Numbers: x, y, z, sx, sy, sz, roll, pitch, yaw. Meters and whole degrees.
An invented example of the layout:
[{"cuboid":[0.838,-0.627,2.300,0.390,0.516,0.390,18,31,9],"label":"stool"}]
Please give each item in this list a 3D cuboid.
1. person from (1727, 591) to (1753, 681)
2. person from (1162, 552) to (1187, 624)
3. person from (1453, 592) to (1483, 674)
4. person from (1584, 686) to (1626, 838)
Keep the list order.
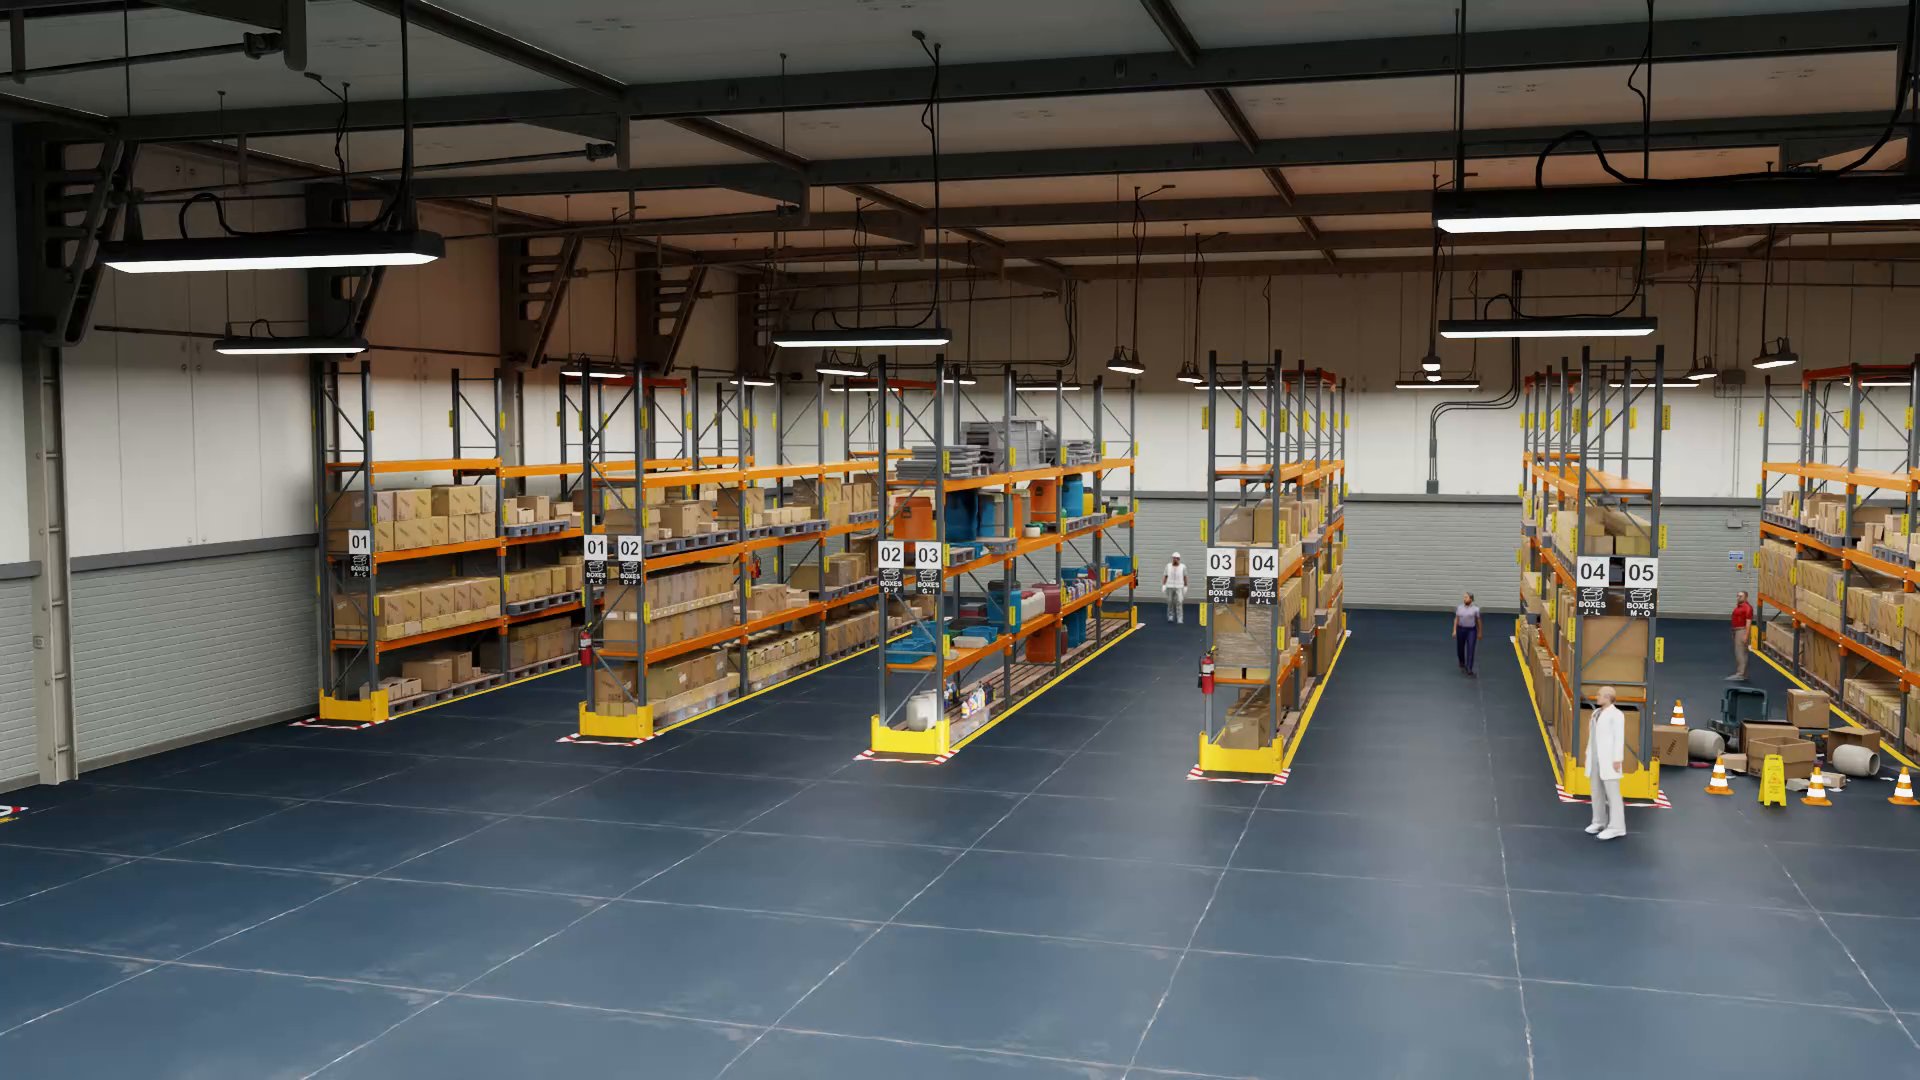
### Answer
[{"cuboid":[15.126,1.845,32.232,0.426,1.727,0.592,2,4,24],"label":"person"},{"cuboid":[5.298,1.175,41.012,0.615,1.728,1.001,0,4,6],"label":"person"},{"cuboid":[10.109,1.832,33.099,0.561,1.594,0.929,2,4,22],"label":"person"},{"cuboid":[7.786,2.672,20.160,0.465,1.787,0.614,-2,4,-25],"label":"person"}]
